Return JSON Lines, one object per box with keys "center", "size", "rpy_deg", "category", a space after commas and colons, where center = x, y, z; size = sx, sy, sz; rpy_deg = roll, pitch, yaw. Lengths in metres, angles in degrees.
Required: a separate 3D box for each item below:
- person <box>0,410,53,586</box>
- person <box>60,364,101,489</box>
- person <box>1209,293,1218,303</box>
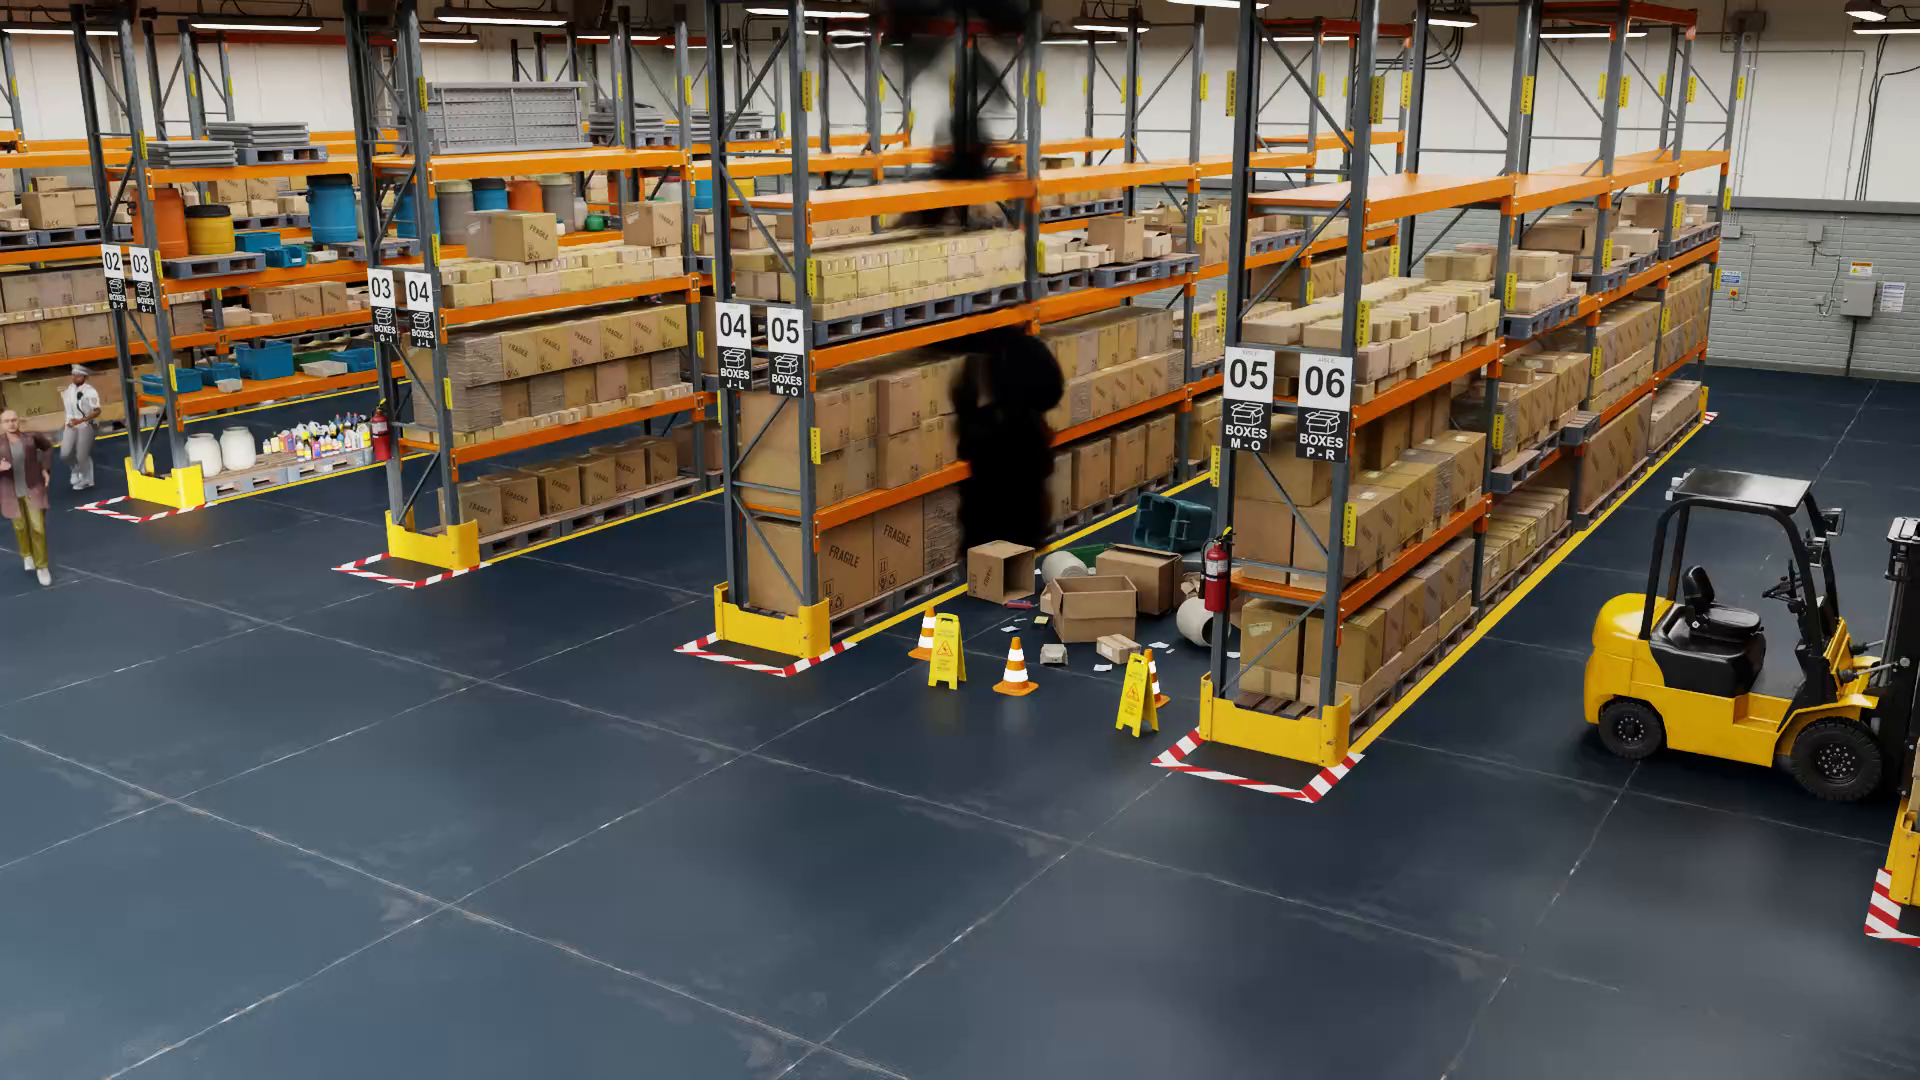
{"center": [-9.912, -0.471, 17.578], "size": [0.692, 1.841, 0.842], "rpy_deg": [-8, 17, -26], "category": "person"}
{"center": [-11.320, -1.448, 21.379], "size": [0.604, 1.646, 0.521], "rpy_deg": [2, 16, 8], "category": "person"}
{"center": [4.235, -3.245, 27.784], "size": [0.699, 1.686, 0.665], "rpy_deg": [11, 19, 33], "category": "person"}
